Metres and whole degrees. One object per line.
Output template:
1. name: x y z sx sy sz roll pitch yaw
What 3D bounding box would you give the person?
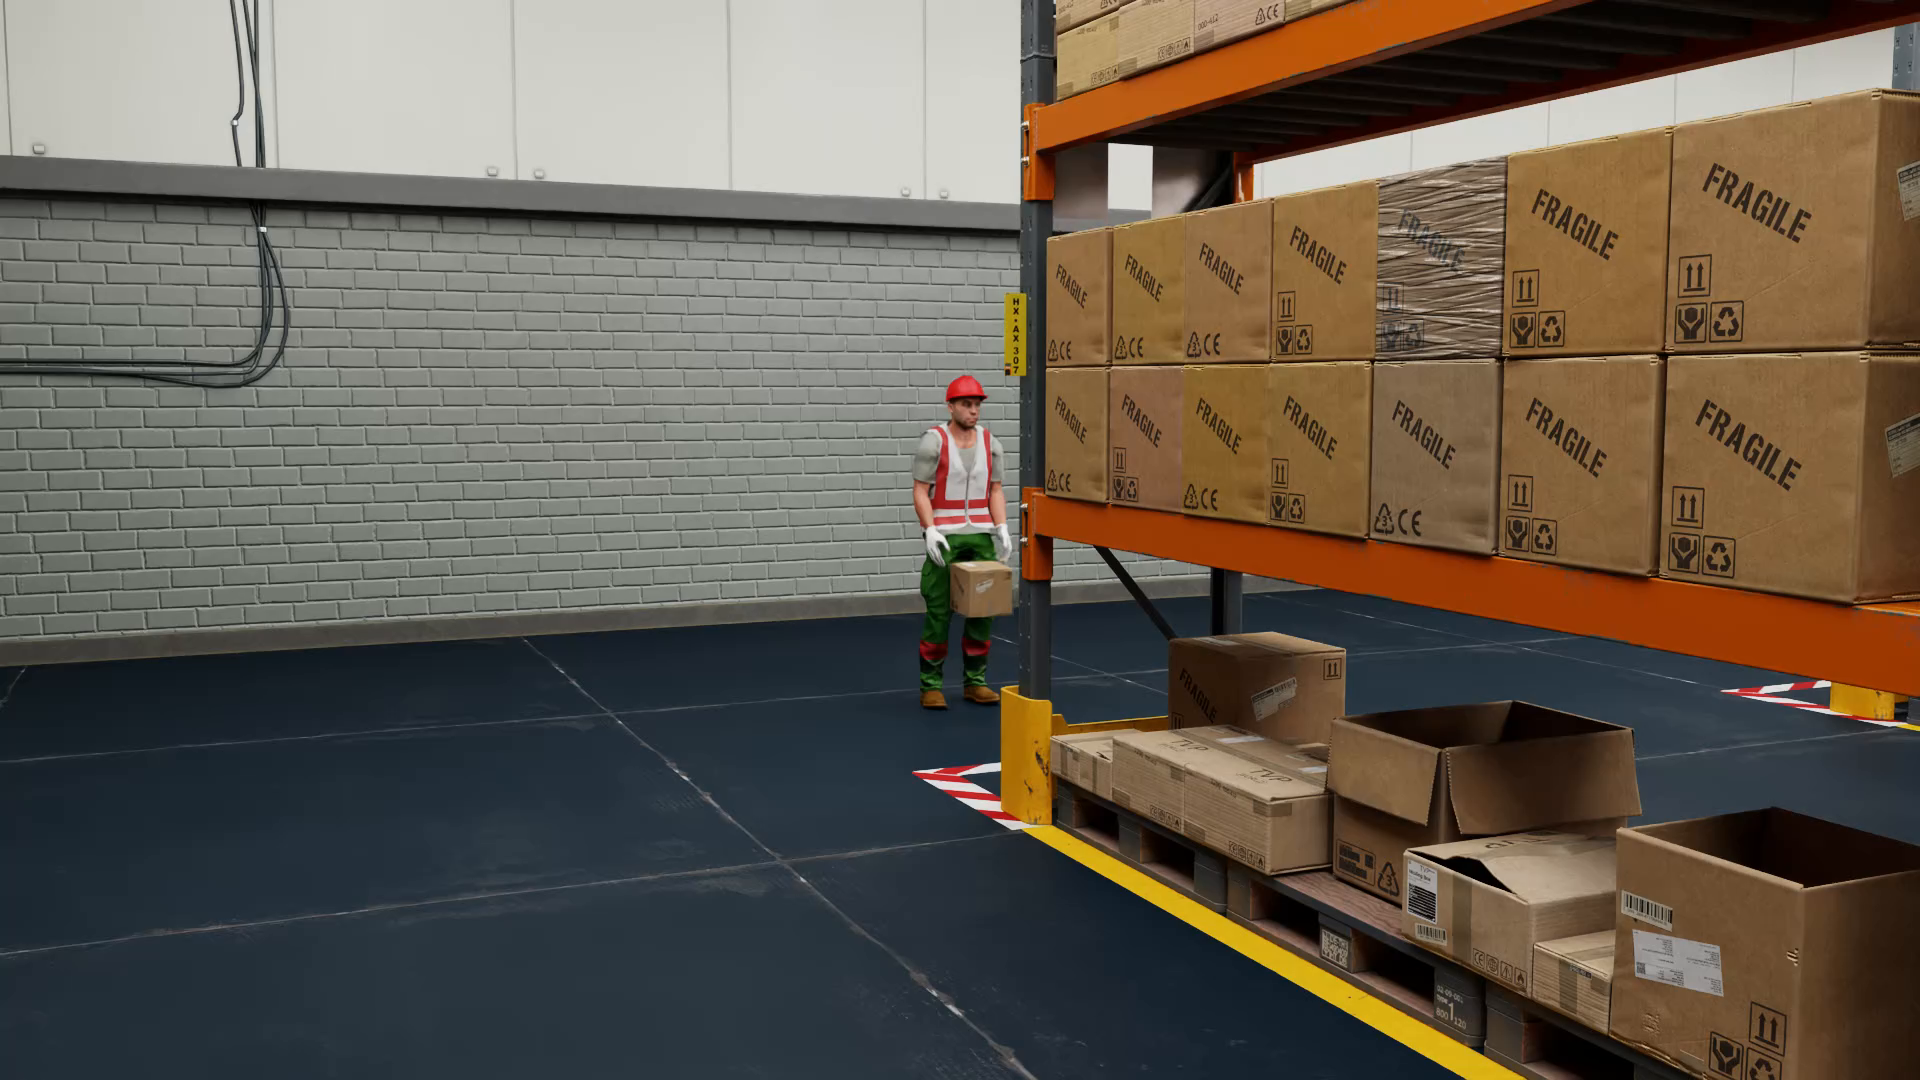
1. person: 0.007 0.003 9.045 0.544 1.788 0.414 -2 6 -25
